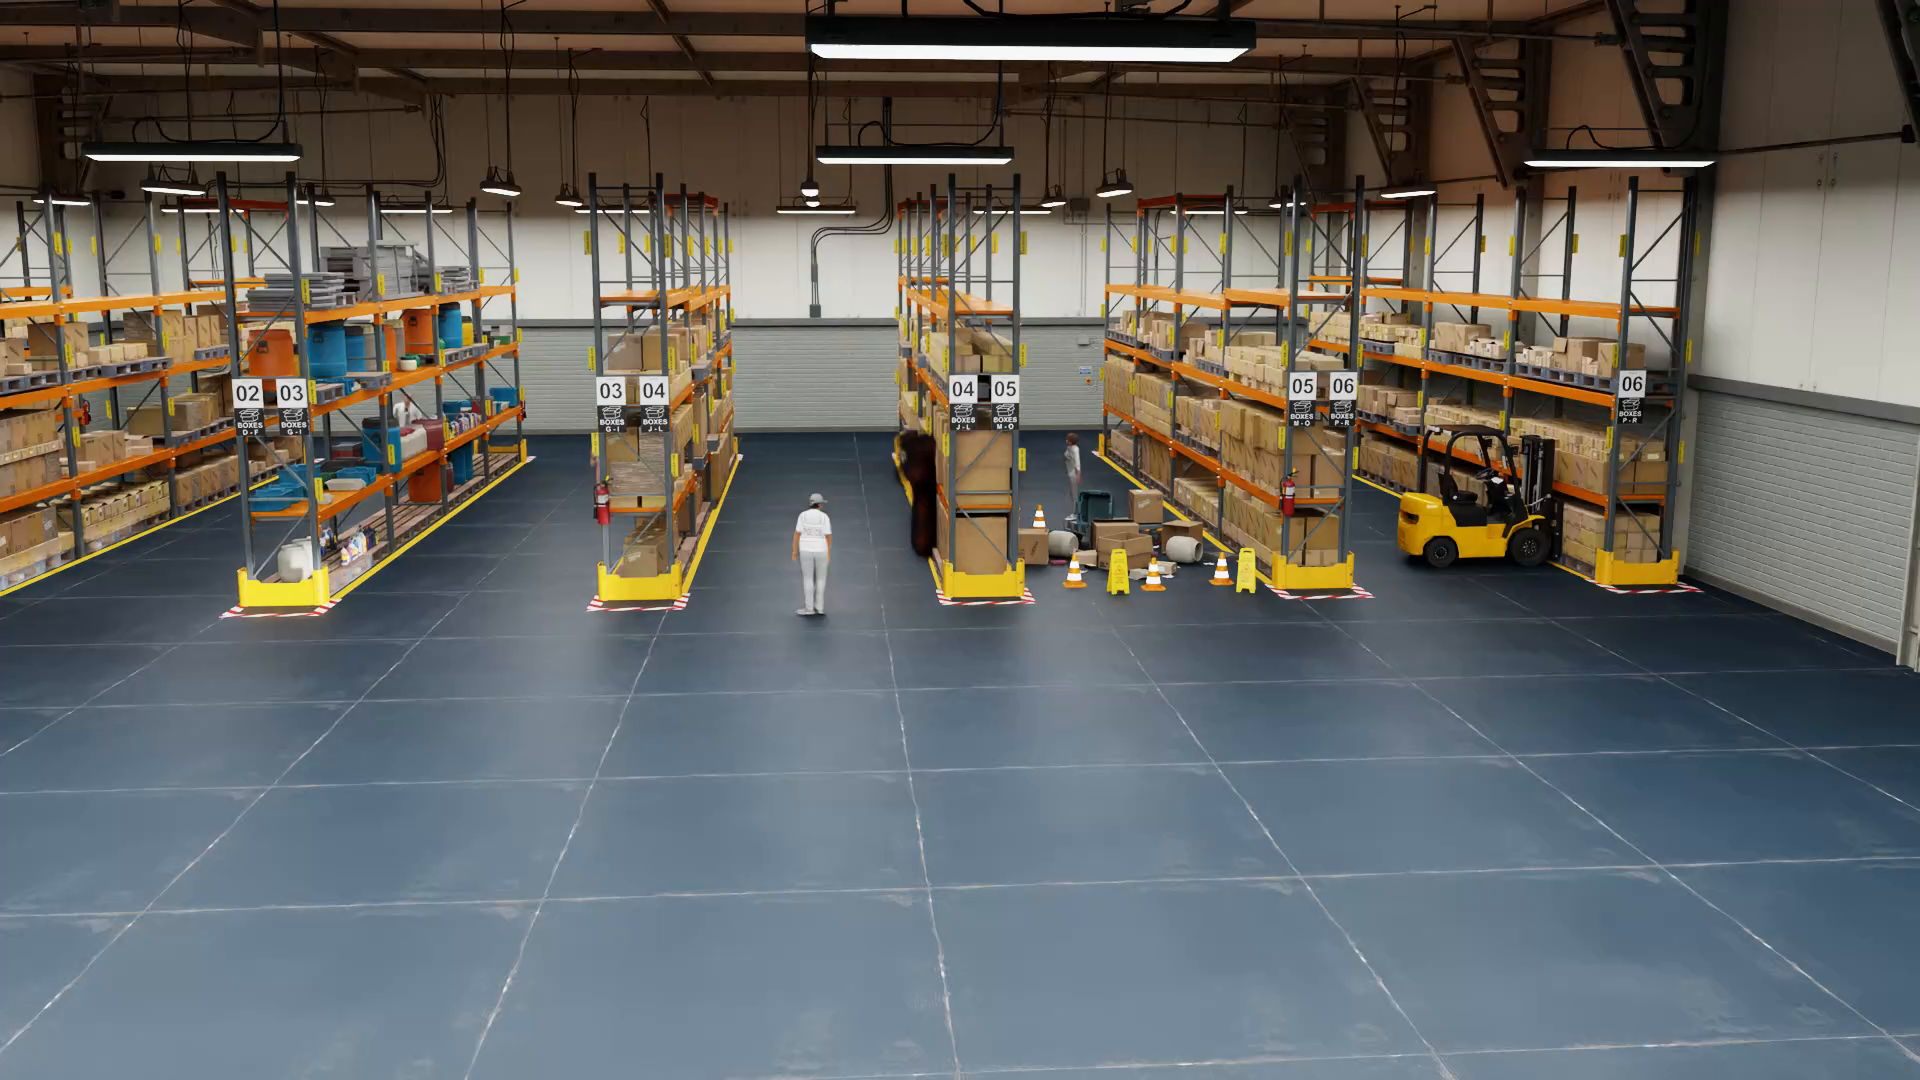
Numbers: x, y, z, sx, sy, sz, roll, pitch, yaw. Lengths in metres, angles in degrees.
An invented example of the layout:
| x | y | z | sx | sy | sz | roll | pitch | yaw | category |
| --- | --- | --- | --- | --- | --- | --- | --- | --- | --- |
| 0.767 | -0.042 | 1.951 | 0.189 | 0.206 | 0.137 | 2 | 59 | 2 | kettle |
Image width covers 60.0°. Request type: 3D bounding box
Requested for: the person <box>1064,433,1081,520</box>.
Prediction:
| x | y | z | sx | sy | sz | roll | pitch | yaw | category |
| --- | --- | --- | --- | --- | --- | --- | --- | --- | --- |
| 2.095 | -1.187 | 30.811 | 0.354 | 1.604 | 0.470 | 0 | 10 | 0 | person |

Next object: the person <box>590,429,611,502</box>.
| x | y | z | sx | sy | sz | roll | pitch | yaw | category |
| --- | --- | --- | --- | --- | --- | --- | --- | --- | --- |
| -6.982 | -1.538 | 32.656 | 0.579 | 1.616 | 1.039 | -1 | 10 | -5 | person |

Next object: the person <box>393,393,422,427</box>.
| x | y | z | sx | sy | sz | roll | pitch | yaw | category |
| --- | --- | --- | --- | --- | --- | --- | --- | --- | --- |
| -12.589 | -2.401 | 37.862 | 0.747 | 1.698 | 0.935 | 0 | 10 | -1 | person |

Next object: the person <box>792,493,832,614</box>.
| x | y | z | sx | sy | sz | roll | pitch | yaw | category |
| --- | --- | --- | --- | --- | --- | --- | --- | --- | --- |
| -2.031 | 0.200 | 22.836 | 0.552 | 1.690 | 0.448 | 0 | 10 | 0 | person |
